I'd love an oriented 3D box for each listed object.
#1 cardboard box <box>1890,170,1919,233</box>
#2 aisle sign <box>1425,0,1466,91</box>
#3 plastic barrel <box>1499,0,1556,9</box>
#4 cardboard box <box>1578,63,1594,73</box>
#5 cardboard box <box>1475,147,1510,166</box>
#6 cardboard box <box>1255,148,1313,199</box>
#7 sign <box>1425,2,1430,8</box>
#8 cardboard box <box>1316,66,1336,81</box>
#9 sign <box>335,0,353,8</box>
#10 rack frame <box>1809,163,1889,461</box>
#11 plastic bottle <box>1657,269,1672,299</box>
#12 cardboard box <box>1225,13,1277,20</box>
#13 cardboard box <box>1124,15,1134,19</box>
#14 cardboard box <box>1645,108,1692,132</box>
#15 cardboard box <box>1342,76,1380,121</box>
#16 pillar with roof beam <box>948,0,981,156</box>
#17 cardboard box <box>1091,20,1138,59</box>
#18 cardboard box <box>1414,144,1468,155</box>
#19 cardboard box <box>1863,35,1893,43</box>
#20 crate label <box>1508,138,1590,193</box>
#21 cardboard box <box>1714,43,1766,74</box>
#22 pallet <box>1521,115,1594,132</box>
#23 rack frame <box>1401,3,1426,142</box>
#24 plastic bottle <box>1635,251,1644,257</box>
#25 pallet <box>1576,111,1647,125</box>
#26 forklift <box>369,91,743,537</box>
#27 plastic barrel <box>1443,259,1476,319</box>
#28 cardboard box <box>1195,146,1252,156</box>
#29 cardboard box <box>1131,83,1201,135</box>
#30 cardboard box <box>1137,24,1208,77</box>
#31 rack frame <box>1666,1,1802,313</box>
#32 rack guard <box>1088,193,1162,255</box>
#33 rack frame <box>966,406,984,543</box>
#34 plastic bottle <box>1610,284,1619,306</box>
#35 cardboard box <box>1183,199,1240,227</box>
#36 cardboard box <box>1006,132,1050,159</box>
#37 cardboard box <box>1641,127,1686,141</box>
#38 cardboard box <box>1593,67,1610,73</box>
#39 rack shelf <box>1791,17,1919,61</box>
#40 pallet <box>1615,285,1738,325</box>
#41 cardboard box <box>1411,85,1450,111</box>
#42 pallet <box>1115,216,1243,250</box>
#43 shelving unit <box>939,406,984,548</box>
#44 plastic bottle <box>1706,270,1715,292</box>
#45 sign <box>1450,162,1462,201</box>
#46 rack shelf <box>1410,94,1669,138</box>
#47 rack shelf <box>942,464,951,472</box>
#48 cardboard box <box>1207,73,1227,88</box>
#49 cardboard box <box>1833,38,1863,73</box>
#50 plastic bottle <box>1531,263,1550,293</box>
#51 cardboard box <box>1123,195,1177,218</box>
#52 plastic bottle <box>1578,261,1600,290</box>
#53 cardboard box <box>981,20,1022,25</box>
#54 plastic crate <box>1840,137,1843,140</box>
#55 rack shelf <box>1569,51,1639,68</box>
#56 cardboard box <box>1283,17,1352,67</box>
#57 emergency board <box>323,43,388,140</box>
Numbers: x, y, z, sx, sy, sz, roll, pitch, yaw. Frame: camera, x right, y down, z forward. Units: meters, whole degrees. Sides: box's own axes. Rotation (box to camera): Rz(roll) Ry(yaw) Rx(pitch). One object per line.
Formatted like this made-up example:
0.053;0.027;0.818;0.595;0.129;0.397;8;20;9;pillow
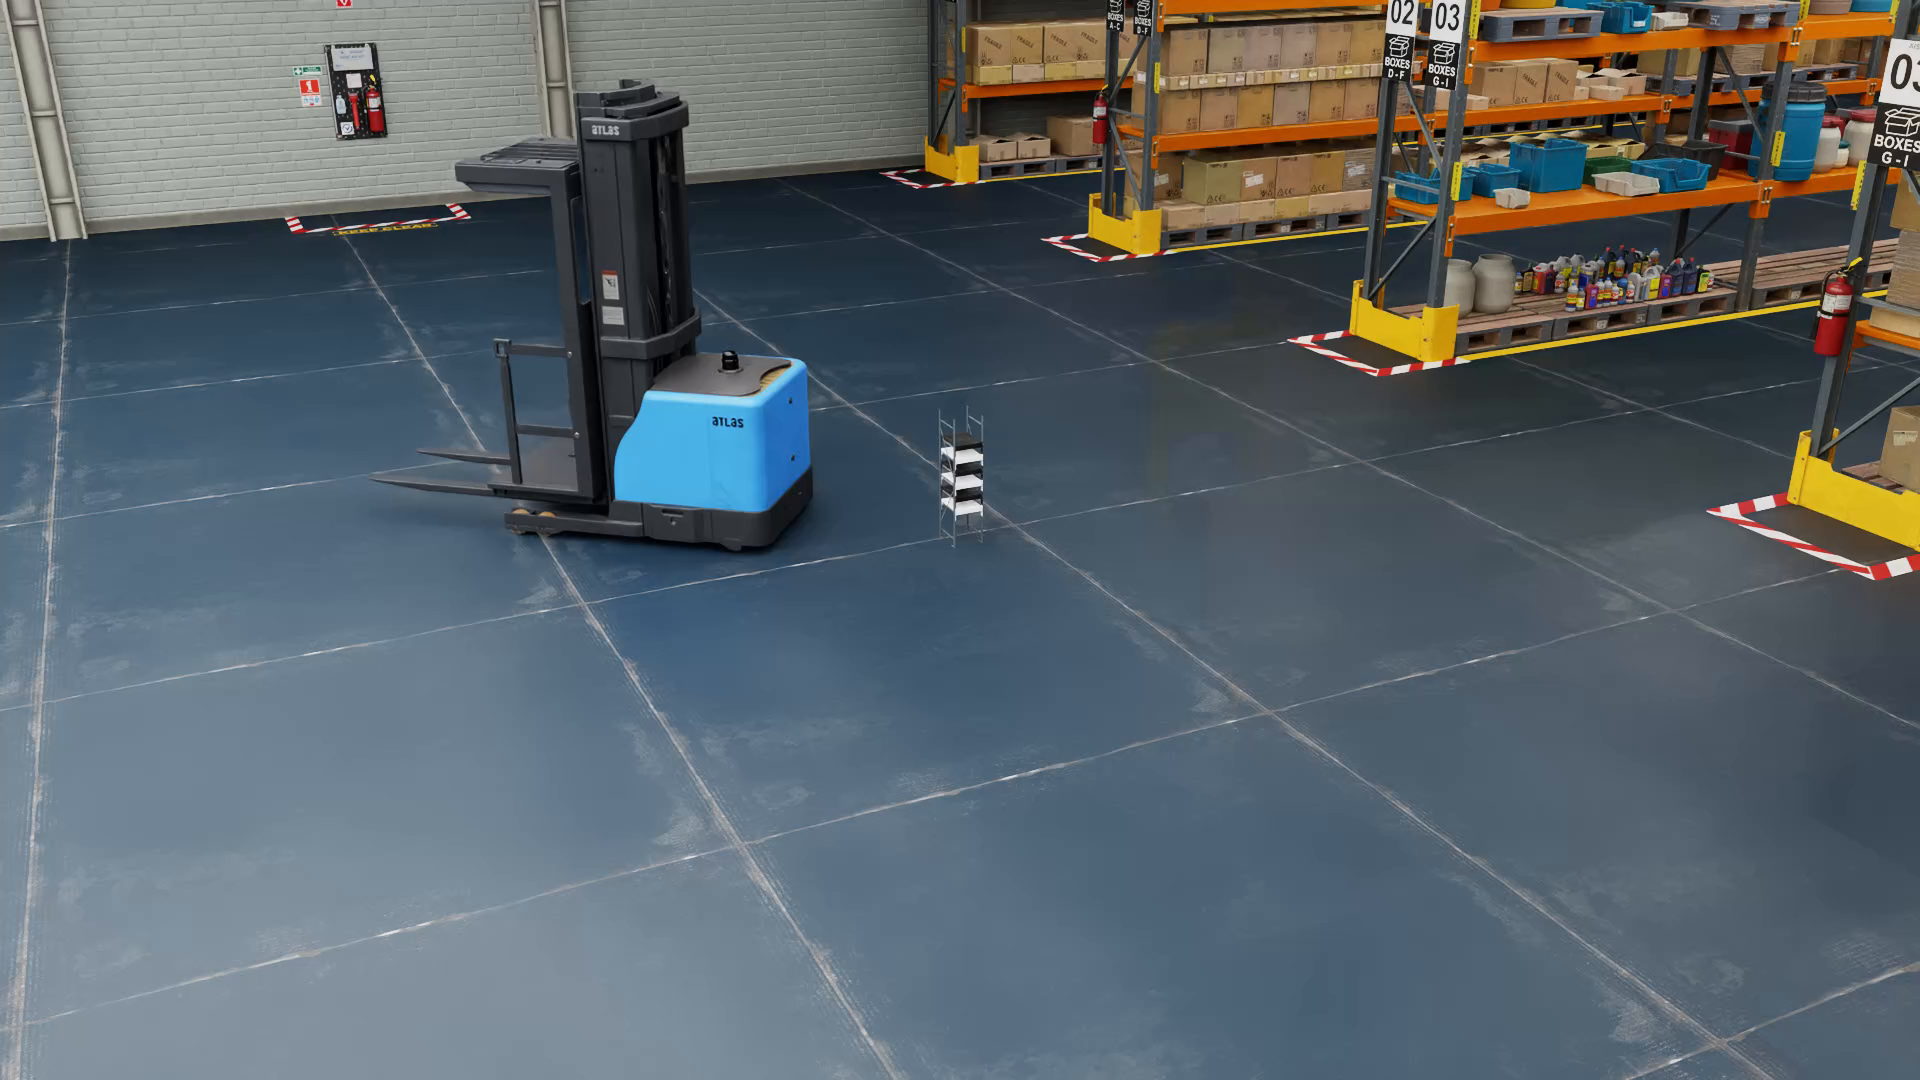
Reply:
6.643;-2.315;11.094;0.500;0.500;0.500;-10;25;-24;cardboard box
4.169;-4.288;14.289;0.004;0.787;0.394;-10;25;-24;aisle sign
5.079;-5.100;14.931;0.600;0.588;0.600;0;22;0;plastic barrel
10.093;-7.653;28.078;0.750;0.750;0.750;-10;25;-23;cardboard box
6.966;-4.904;21.488;0.500;0.311;0.500;-11;25;-25;cardboard box
3.894;-4.438;20.115;0.500;0.500;0.500;-10;25;-24;cardboard box
7.262;-8.254;25.859;0.005;0.325;0.100;-10;25;-24;sign
4.269;-5.588;19.849;0.250;0.149;0.380;-10;24;-22;cardboard box
-7.634;-6.741;20.581;0.199;0.298;0.001;-10;25;-24;sign
6.255;-1.493;10.935;0.127;3.000;1.000;-10;25;-24;rack frame
6.954;-2.532;16.422;0.133;0.283;0.061;-9;24;-20;plastic bottle
4.394;-7.690;25.200;0.500;0.500;0.700;-8;24;-18;cardboard box
2.432;-7.474;24.573;0.500;0.500;0.500;-11;25;-24;cardboard box
9.960;-5.876;23.237;0.500;0.250;0.500;-9;24;-22;cardboard box
4.696;-5.452;20.368;0.500;0.500;0.700;-11;25;-24;cardboard box
1.933;-8.317;19.576;0.400;9.000;9.100;-10;25;-24;pillar with roof beam
2.217;-7.215;23.947;0.500;0.500;0.500;-11;25;-25;cardboard box
6.273;-5.008;21.740;0.500;0.311;0.500;-10;24;-22;cardboard box
13.321;-7.388;23.737;0.500;0.500;0.500;-10;24;-22;cardboard box
5.648;-3.615;16.015;0.616;0.435;0.502;-10;25;-24;crate label
10.596;-6.704;22.844;0.500;0.500;0.700;-6;23;-14;cardboard box
9.960;-7.162;28.277;1.213;0.211;1.003;-10;25;-24;pallet
7.018;-7.941;26.513;0.127;3.000;1.000;-10;25;-24;rack frame
6.954;-2.844;17.184;0.135;0.276;0.152;-9;24;-22;plastic bottle
11.342;-7.416;28.889;1.213;0.211;1.003;-10;25;-24;pallet
-2.659;-1.542;11.227;2.937;2.867;1.118;5;23;13;forklift
4.667;-2.380;15.782;0.421;0.512;0.421;0;22;0;plastic barrel
3.211;-4.540;20.362;0.500;0.500;0.500;-10;25;-24;cardboard box
2.388;-5.027;19.342;0.500;0.500;0.700;-10;25;-24;cardboard box
2.436;-5.635;19.115;0.500;0.500;0.700;-10;25;-23;cardboard box
7.711;-3.864;16.662;0.127;3.000;1.000;-10;25;-24;rack frame
1.940;-3.749;19.653;0.348;0.500;1.175;-10;25;-24;rack guard
0.099;-0.434;11.122;0.006;0.900;0.240;-10;25;-24;rack frame
6.364;-2.394;16.194;0.097;0.201;0.097;0;22;0;plastic bottle
2.990;-3.928;19.863;0.500;0.250;0.500;-10;25;-24;cardboard box
0.986;-5.754;24.168;0.500;0.311;0.500;-8;24;-19;cardboard box
9.911;-5.519;23.354;0.500;0.500;0.500;-9;24;-22;cardboard box
11.124;-8.077;28.711;0.250;0.149;0.380;-11;25;-24;cardboard box
9.513;-5.249;17.027;4.000;0.370;1.077;-10;25;-24;rack shelf
7.088;-2.478;16.961;1.213;0.211;1.003;-10;25;-24;pallet
5.991;-5.599;21.050;0.500;0.250;0.500;-9;24;-20;cardboard box
2.633;-3.761;20.059;1.213;0.211;1.003;-10;25;-24;pallet
0.007;-0.417;11.081;0.210;0.900;0.258;-10;25;-24;shelving unit
7.519;-2.606;16.708;0.097;0.201;0.097;0;22;0;plastic bottle
4.341;-3.138;14.546;0.005;0.325;0.100;-10;25;-24;sign
7.368;-5.571;21.726;4.000;0.370;1.077;-10;25;-24;rack shelf
0.007;-0.483;11.054;0.184;0.015;0.199;-10;25;-24;rack shelf
2.871;-5.330;19.226;0.250;0.149;0.380;-10;25;-23;cardboard box
13.114;-7.116;24.388;0.500;0.500;0.500;-10;25;-23;cardboard box
5.810;-2.633;16.675;0.135;0.276;0.152;-10;25;-23;plastic bottle
2.317;-4.022;20.091;0.500;0.250;0.500;-10;25;-24;cardboard box
6.337;-2.669;16.761;0.135;0.276;0.152;-10;25;-24;plastic bottle
0.600;-7.132;23.748;0.500;0.500;0.500;-10;25;-23;cardboard box
9.158;-4.152;17.635;0.662;0.188;0.450;-10;25;-24;plastic crate
12.425;-8.604;29.055;4.000;0.370;1.077;-10;25;-24;rack shelf
4.263;-5.974;19.933;0.500;0.500;0.700;-10;25;-24;cardboard box
-7.584;-5.636;20.945;0.643;1.169;0.194;-10;25;-24;emergency board
